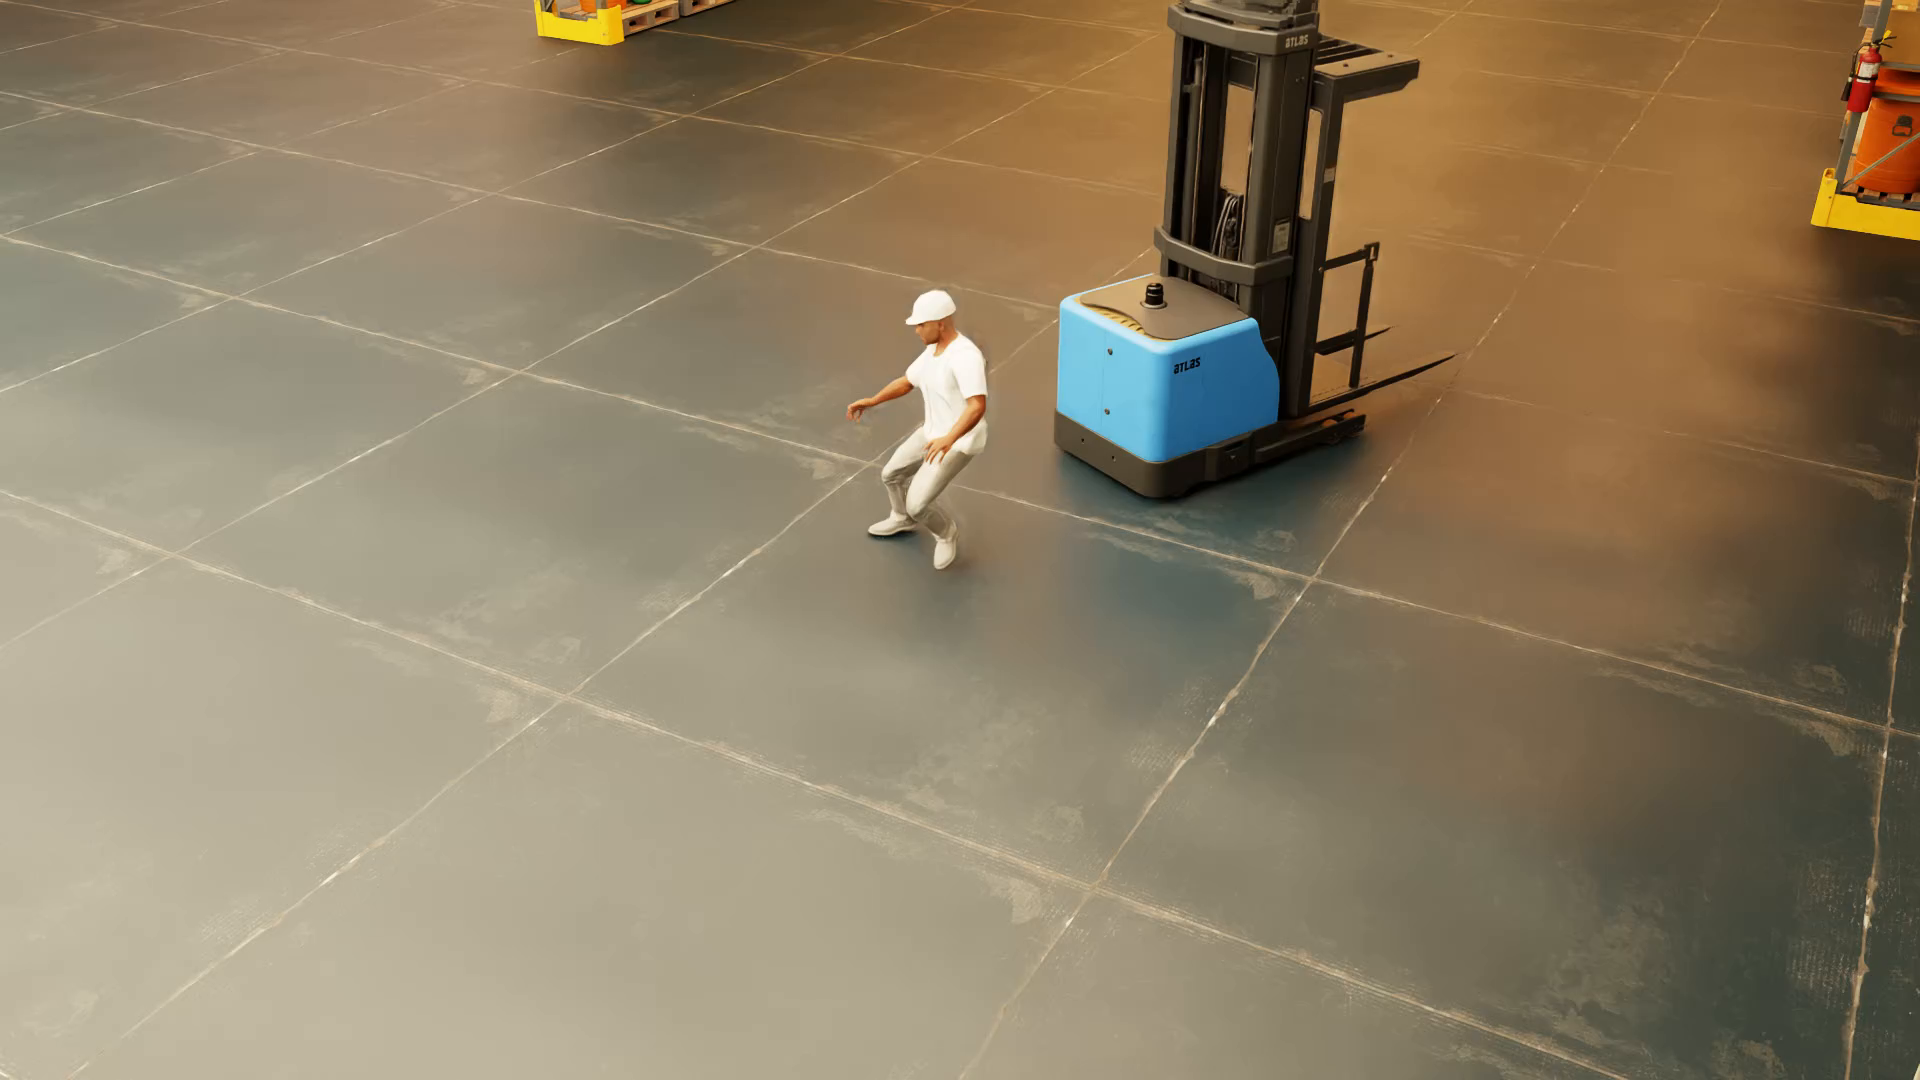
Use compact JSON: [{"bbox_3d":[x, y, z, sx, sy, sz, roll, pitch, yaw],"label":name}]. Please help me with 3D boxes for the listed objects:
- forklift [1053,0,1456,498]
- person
[{"bbox_3d":[2.113,-2.102,10.712,3.031,2.935,1.130,-20,35,-30],"label":"forklift"},{"bbox_3d":[-0.198,-0.610,9.457,0.645,1.611,0.930,-13,32,-21],"label":"person"}]
